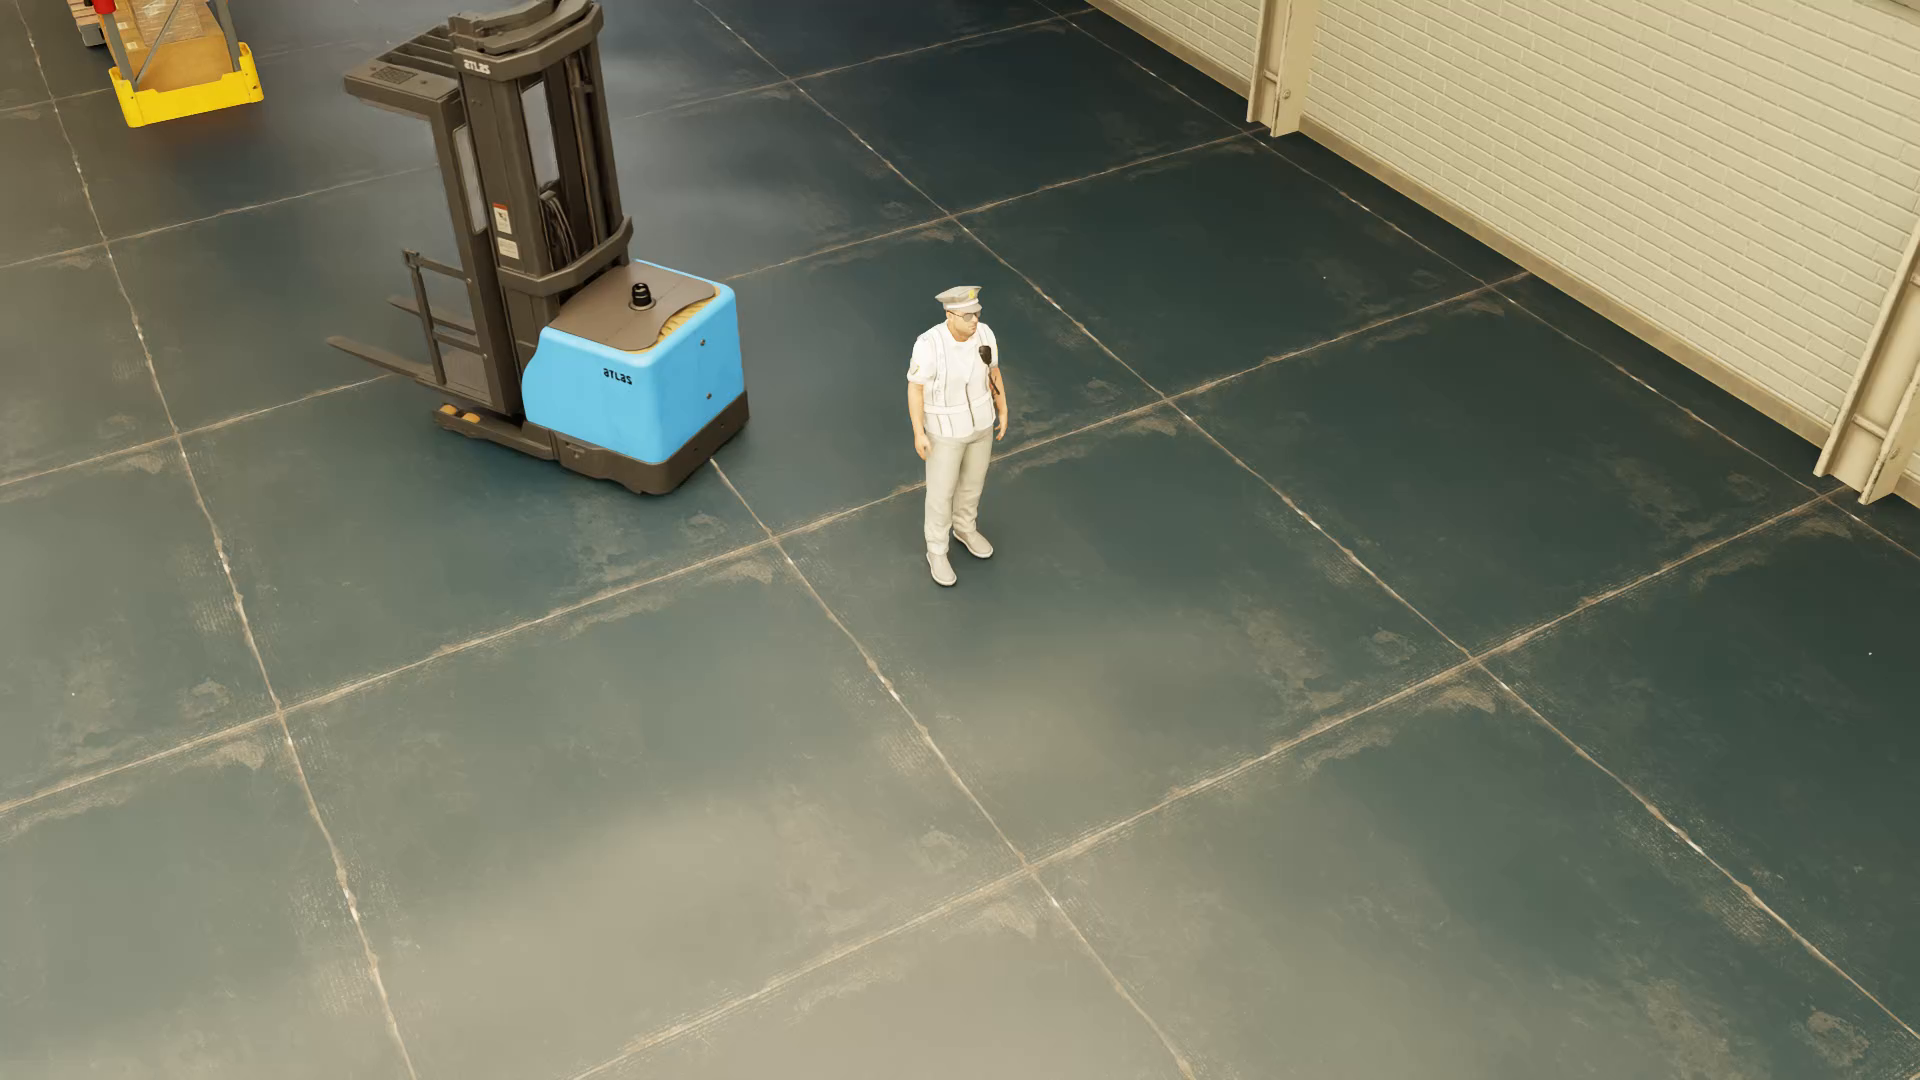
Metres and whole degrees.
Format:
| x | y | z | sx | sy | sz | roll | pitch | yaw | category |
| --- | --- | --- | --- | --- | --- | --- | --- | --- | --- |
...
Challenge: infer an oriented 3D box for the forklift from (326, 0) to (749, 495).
| x | y | z | sx | sy | sz | roll | pitch | yaw | category |
| --- | --- | --- | --- | --- | --- | --- | --- | --- | --- |
| -2.965 | -2.089 | 10.554 | 3.031 | 2.935 | 1.130 | 19 | 43 | 21 | forklift |

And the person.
| x | y | z | sx | sy | sz | roll | pitch | yaw | category |
| --- | --- | --- | --- | --- | --- | --- | --- | --- | --- |
| 0.029 | -0.645 | 9.701 | 0.641 | 1.780 | 0.574 | -20 | 44 | -23 | person |
